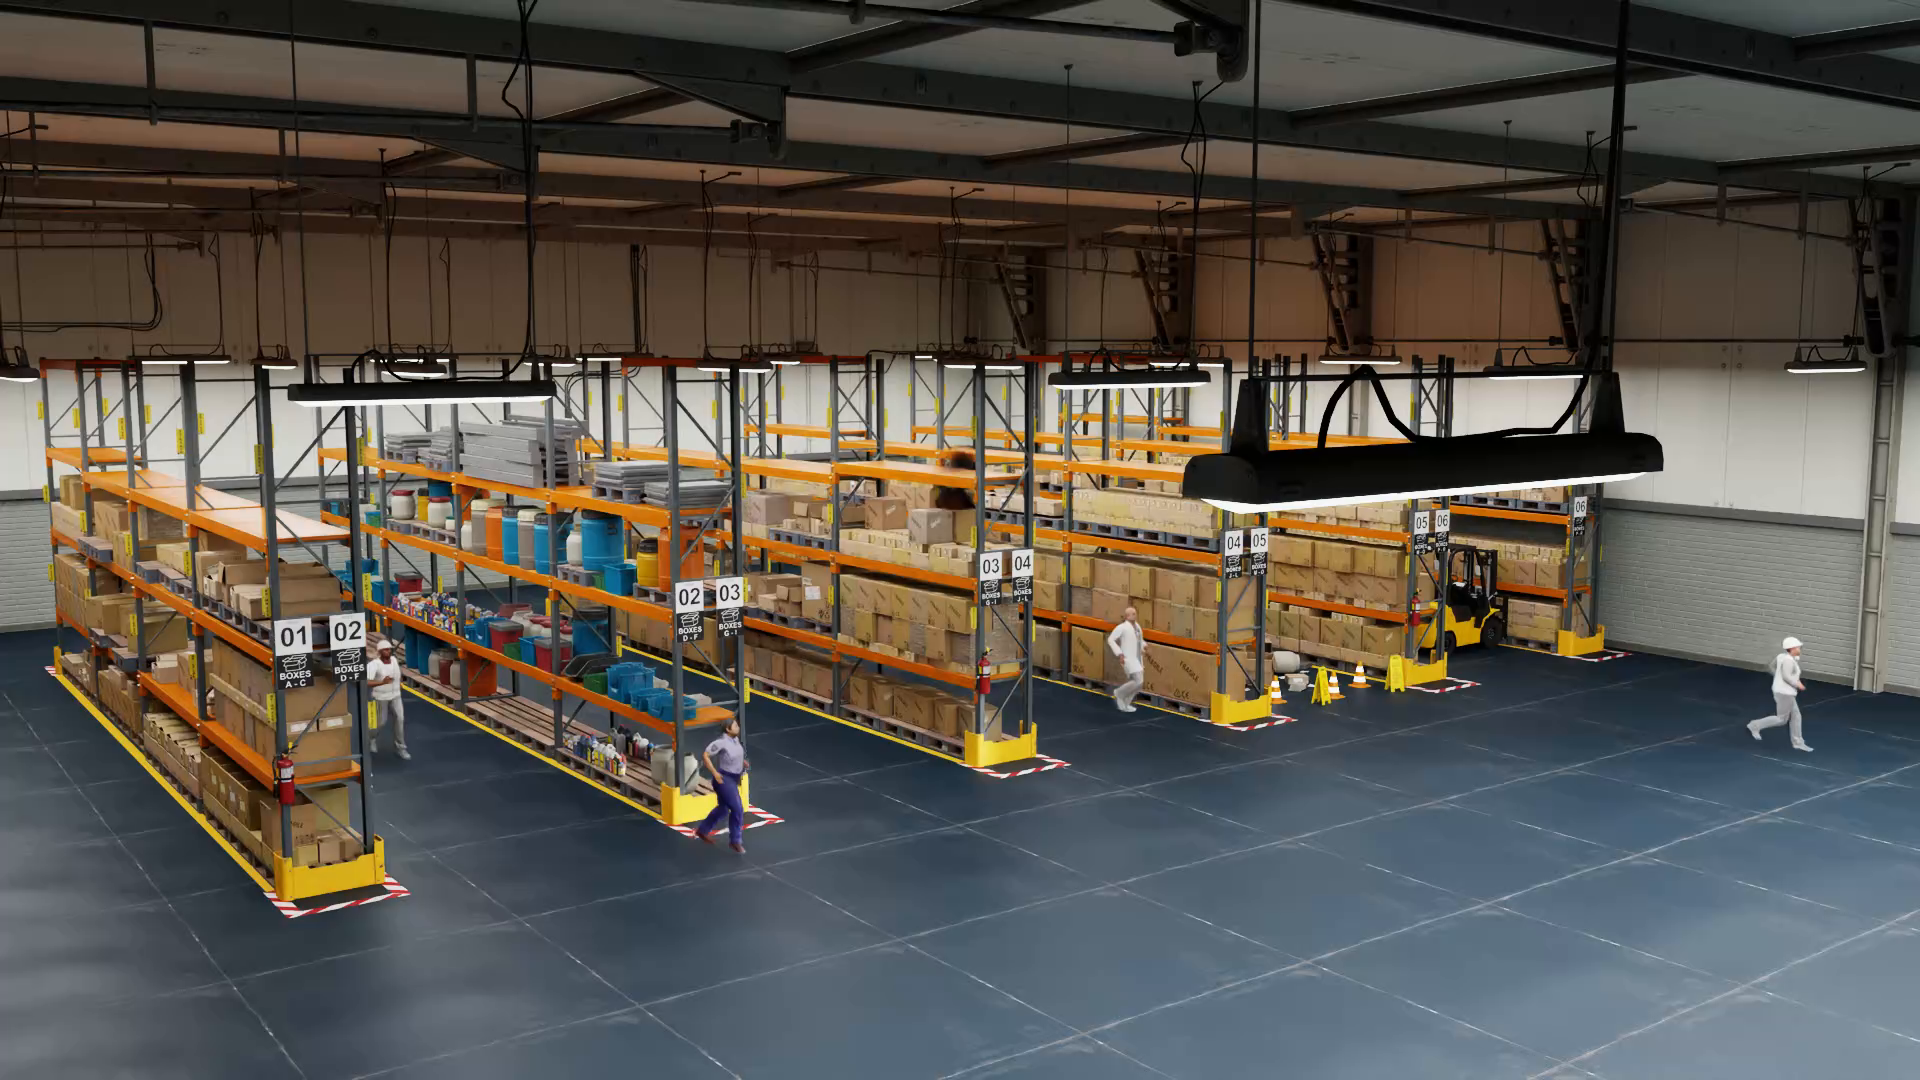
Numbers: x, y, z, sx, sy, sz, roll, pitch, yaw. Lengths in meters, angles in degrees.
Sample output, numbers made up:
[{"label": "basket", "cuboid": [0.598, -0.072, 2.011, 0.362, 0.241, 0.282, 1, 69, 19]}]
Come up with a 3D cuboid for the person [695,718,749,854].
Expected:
[{"label": "person", "cuboid": [-2.949, 3.064, 20.793, 0.772, 1.705, 0.613, 2, 7, 13]}]

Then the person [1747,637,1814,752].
[{"label": "person", "cuboid": [12.752, 2.375, 25.778, 0.958, 1.768, 0.682, 2, 7, 19]}]

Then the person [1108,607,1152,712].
[{"label": "person", "cuboid": [2.845, 1.973, 27.266, 0.625, 1.732, 0.703, 6, 9, 39]}]

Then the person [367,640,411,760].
[{"label": "person", "cuboid": [-8.718, 2.405, 25.247, 0.899, 1.792, 0.741, 5, 8, 35]}]
